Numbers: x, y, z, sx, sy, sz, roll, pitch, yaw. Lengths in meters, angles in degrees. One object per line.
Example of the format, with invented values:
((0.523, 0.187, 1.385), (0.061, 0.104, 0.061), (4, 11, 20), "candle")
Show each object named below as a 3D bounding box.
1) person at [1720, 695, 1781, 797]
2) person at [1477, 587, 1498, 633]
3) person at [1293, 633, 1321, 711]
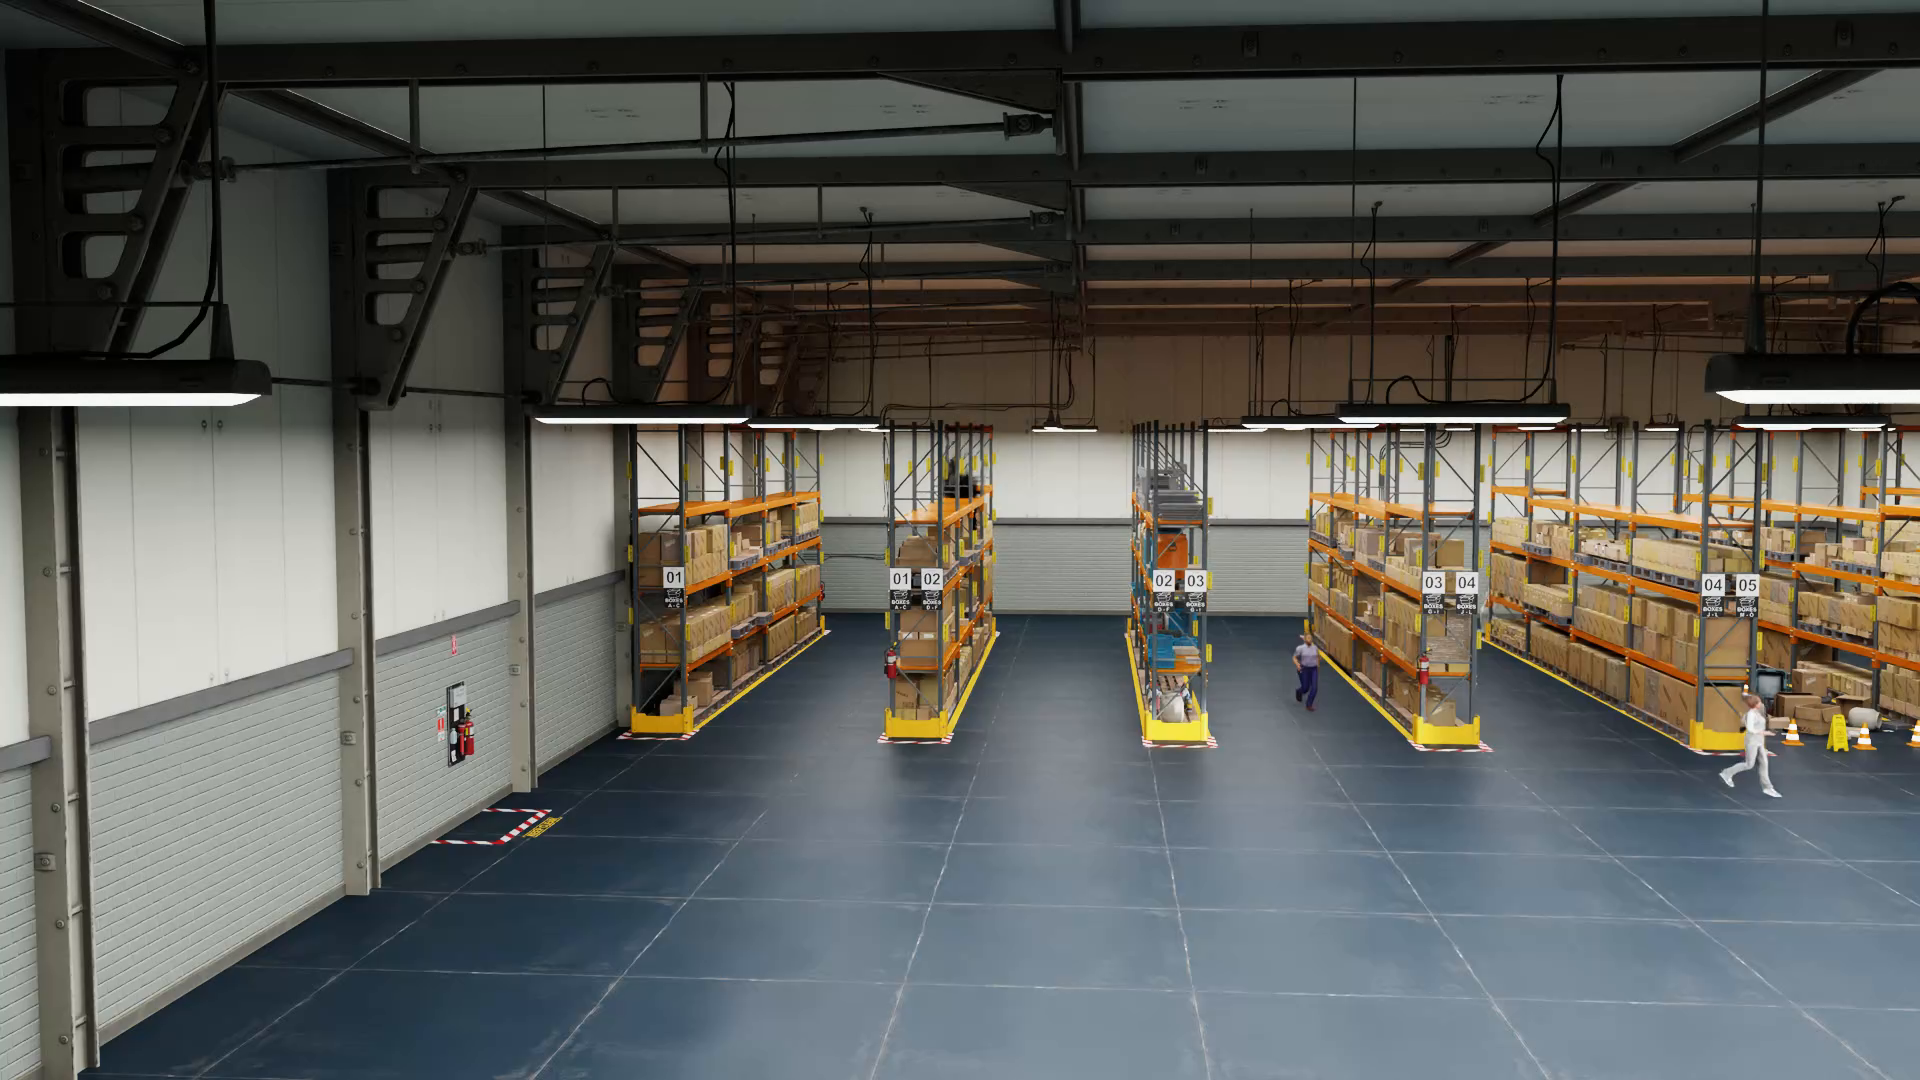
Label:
((12.553, 3.243, 26.358), (0.881, 1.593, 0.544), (3, 5, 38), "person")
((15.159, 1.860, 47.652), (0.778, 1.687, 0.779), (2, 4, 32), "person")
((7.244, 2.739, 34.664), (0.613, 1.607, 0.587), (-1, 4, -9), "person")
